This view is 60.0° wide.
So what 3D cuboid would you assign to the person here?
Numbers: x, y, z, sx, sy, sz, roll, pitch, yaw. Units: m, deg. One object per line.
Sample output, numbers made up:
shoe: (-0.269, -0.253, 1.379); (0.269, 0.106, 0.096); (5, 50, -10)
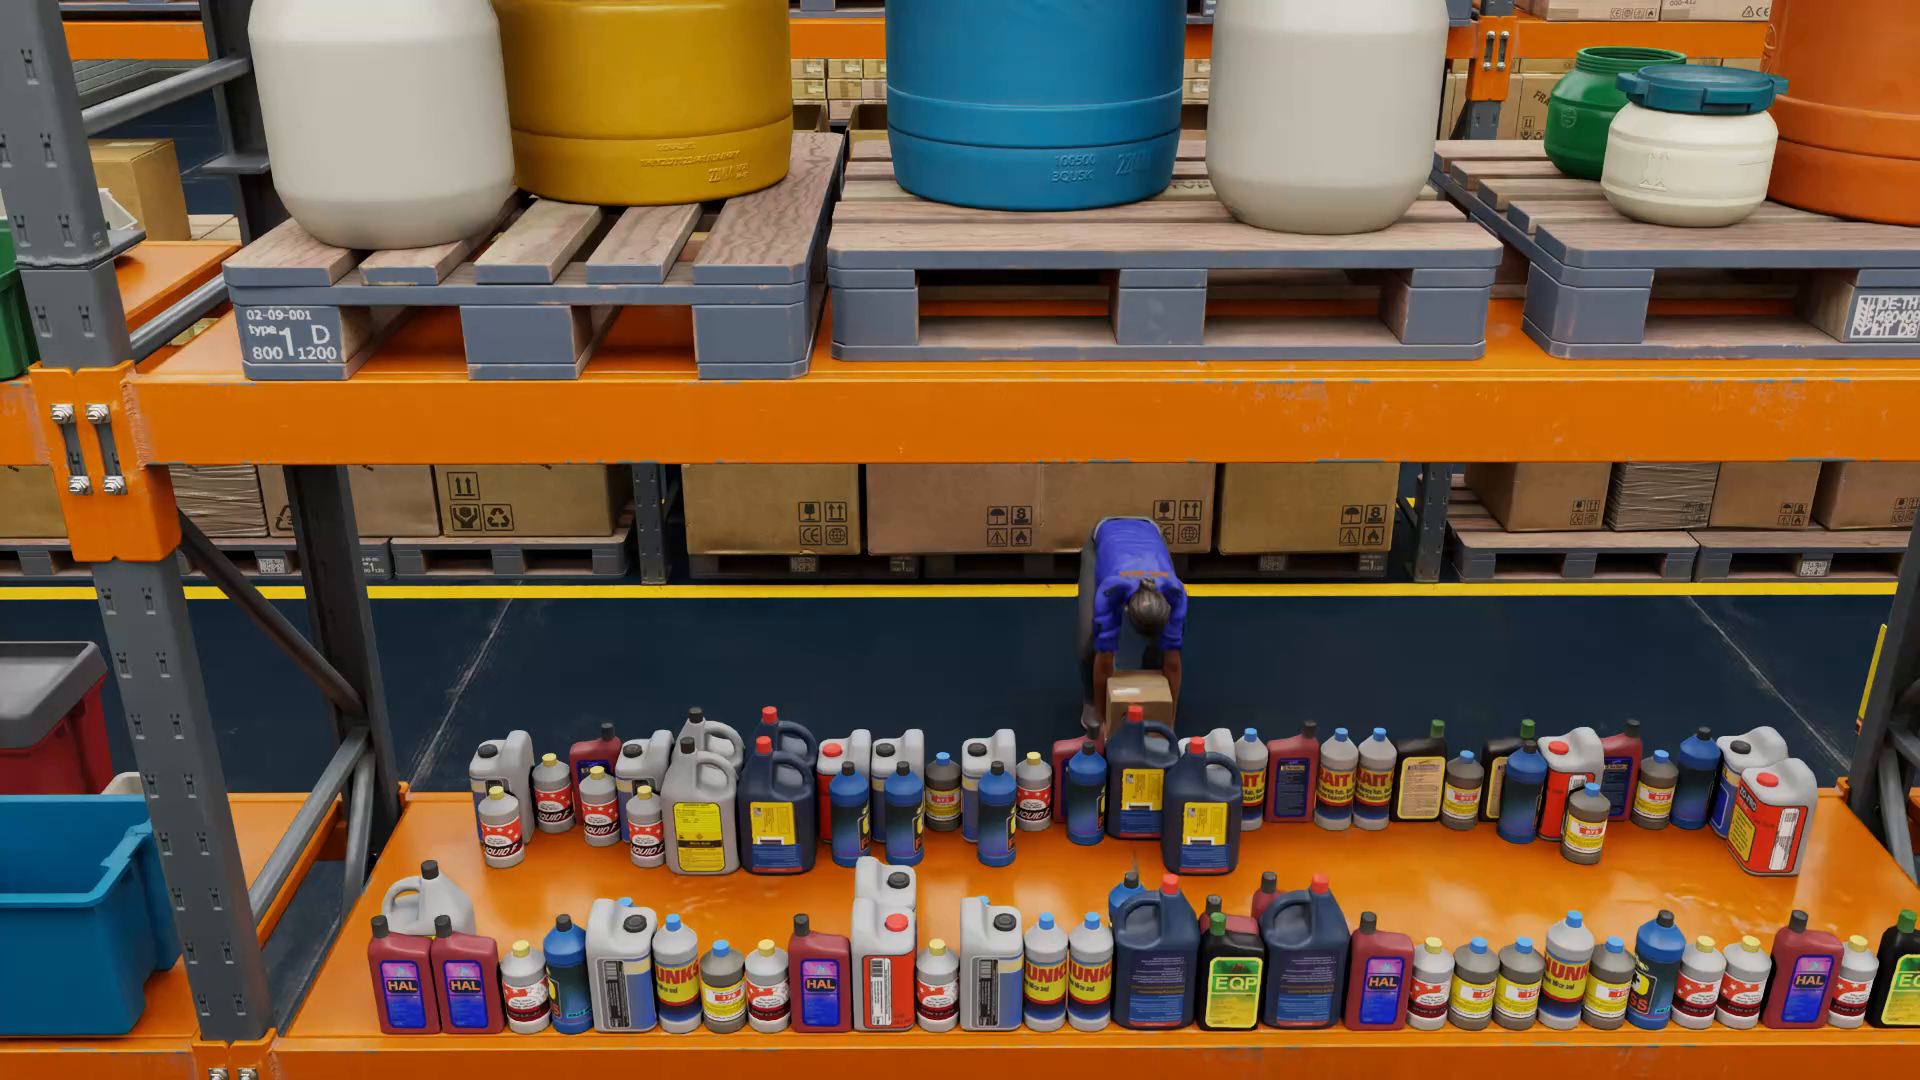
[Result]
person: (0.724, 0.440, 6.993); (0.445, 0.954, 0.876); (-1, 24, -2)
